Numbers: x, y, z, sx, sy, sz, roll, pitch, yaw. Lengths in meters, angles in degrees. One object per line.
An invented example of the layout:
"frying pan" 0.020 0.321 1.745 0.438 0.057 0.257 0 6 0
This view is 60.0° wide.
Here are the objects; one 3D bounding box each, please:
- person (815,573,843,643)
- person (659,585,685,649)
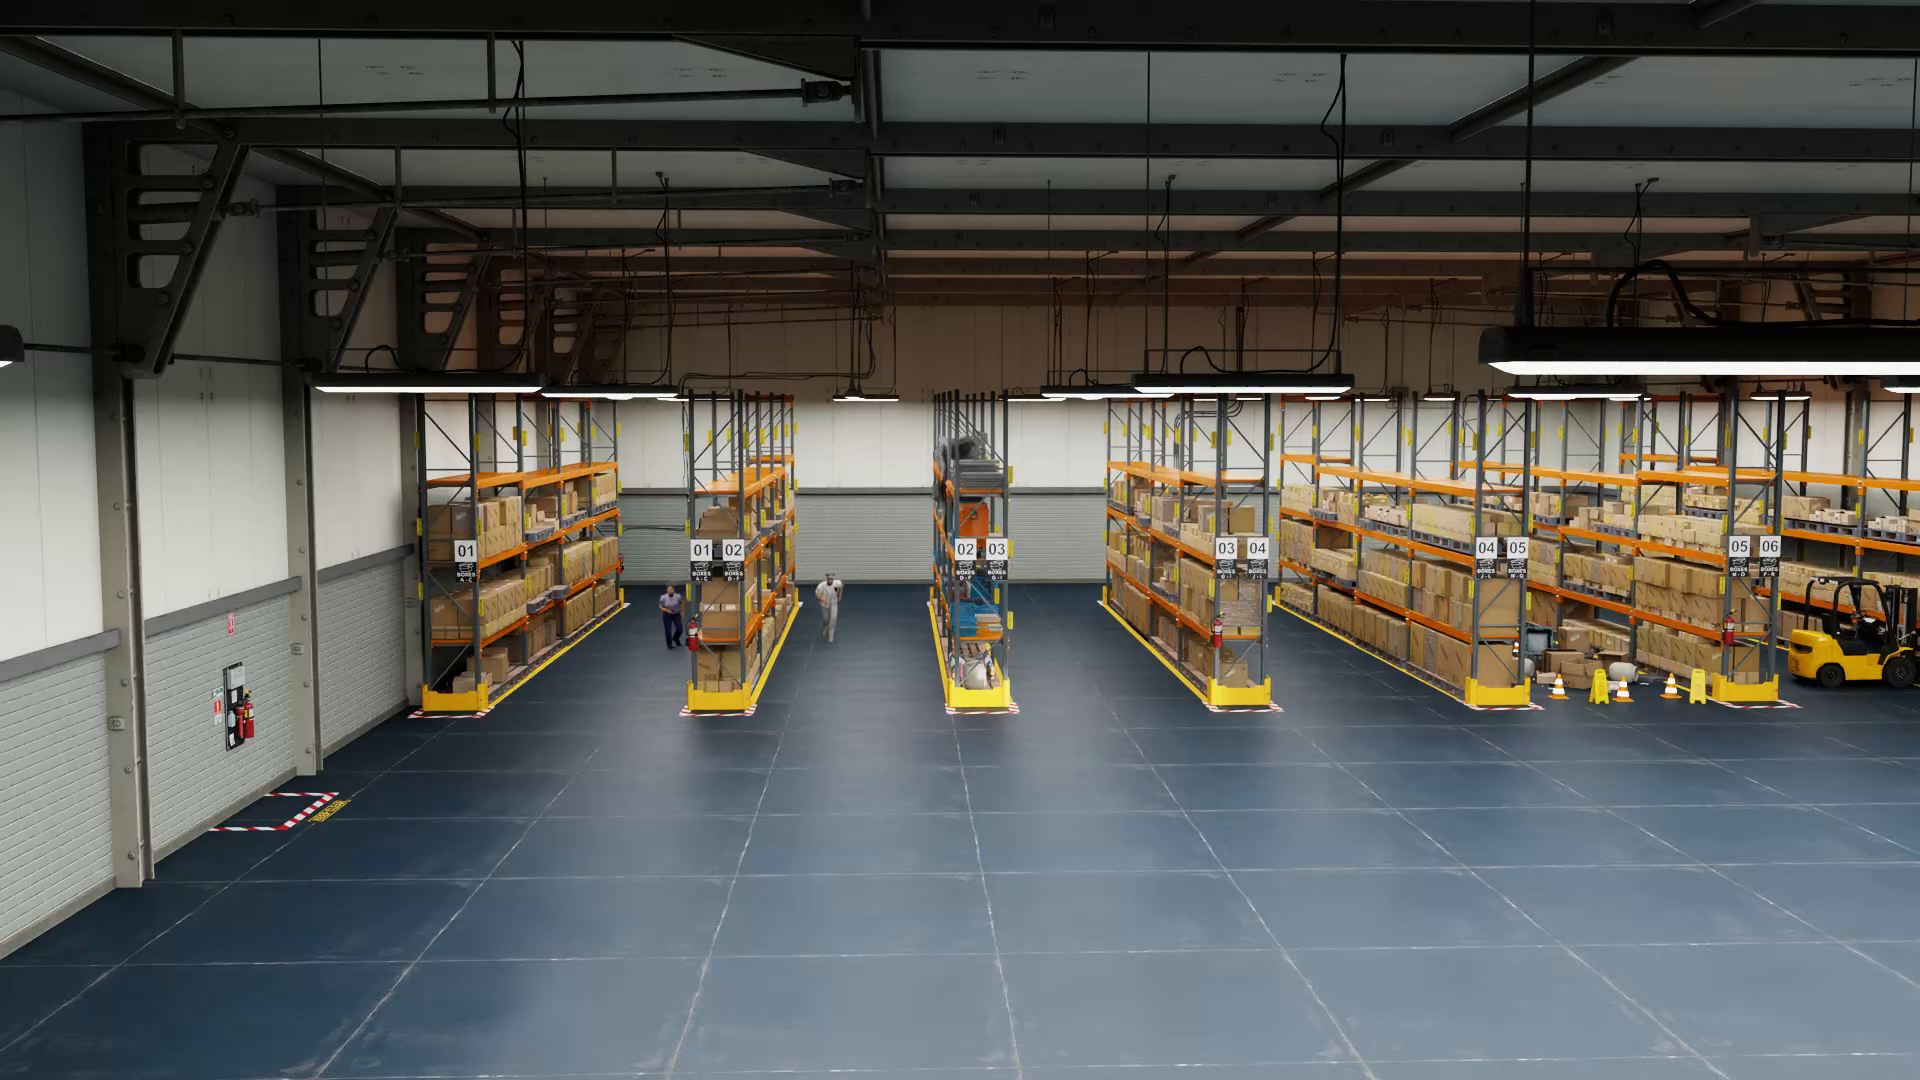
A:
"person" -3.203 1.615 40.419 0.699 1.725 1.023 -1 5 -16
"person" -6.718 1.796 38.813 0.606 1.539 0.758 -1 5 -15
